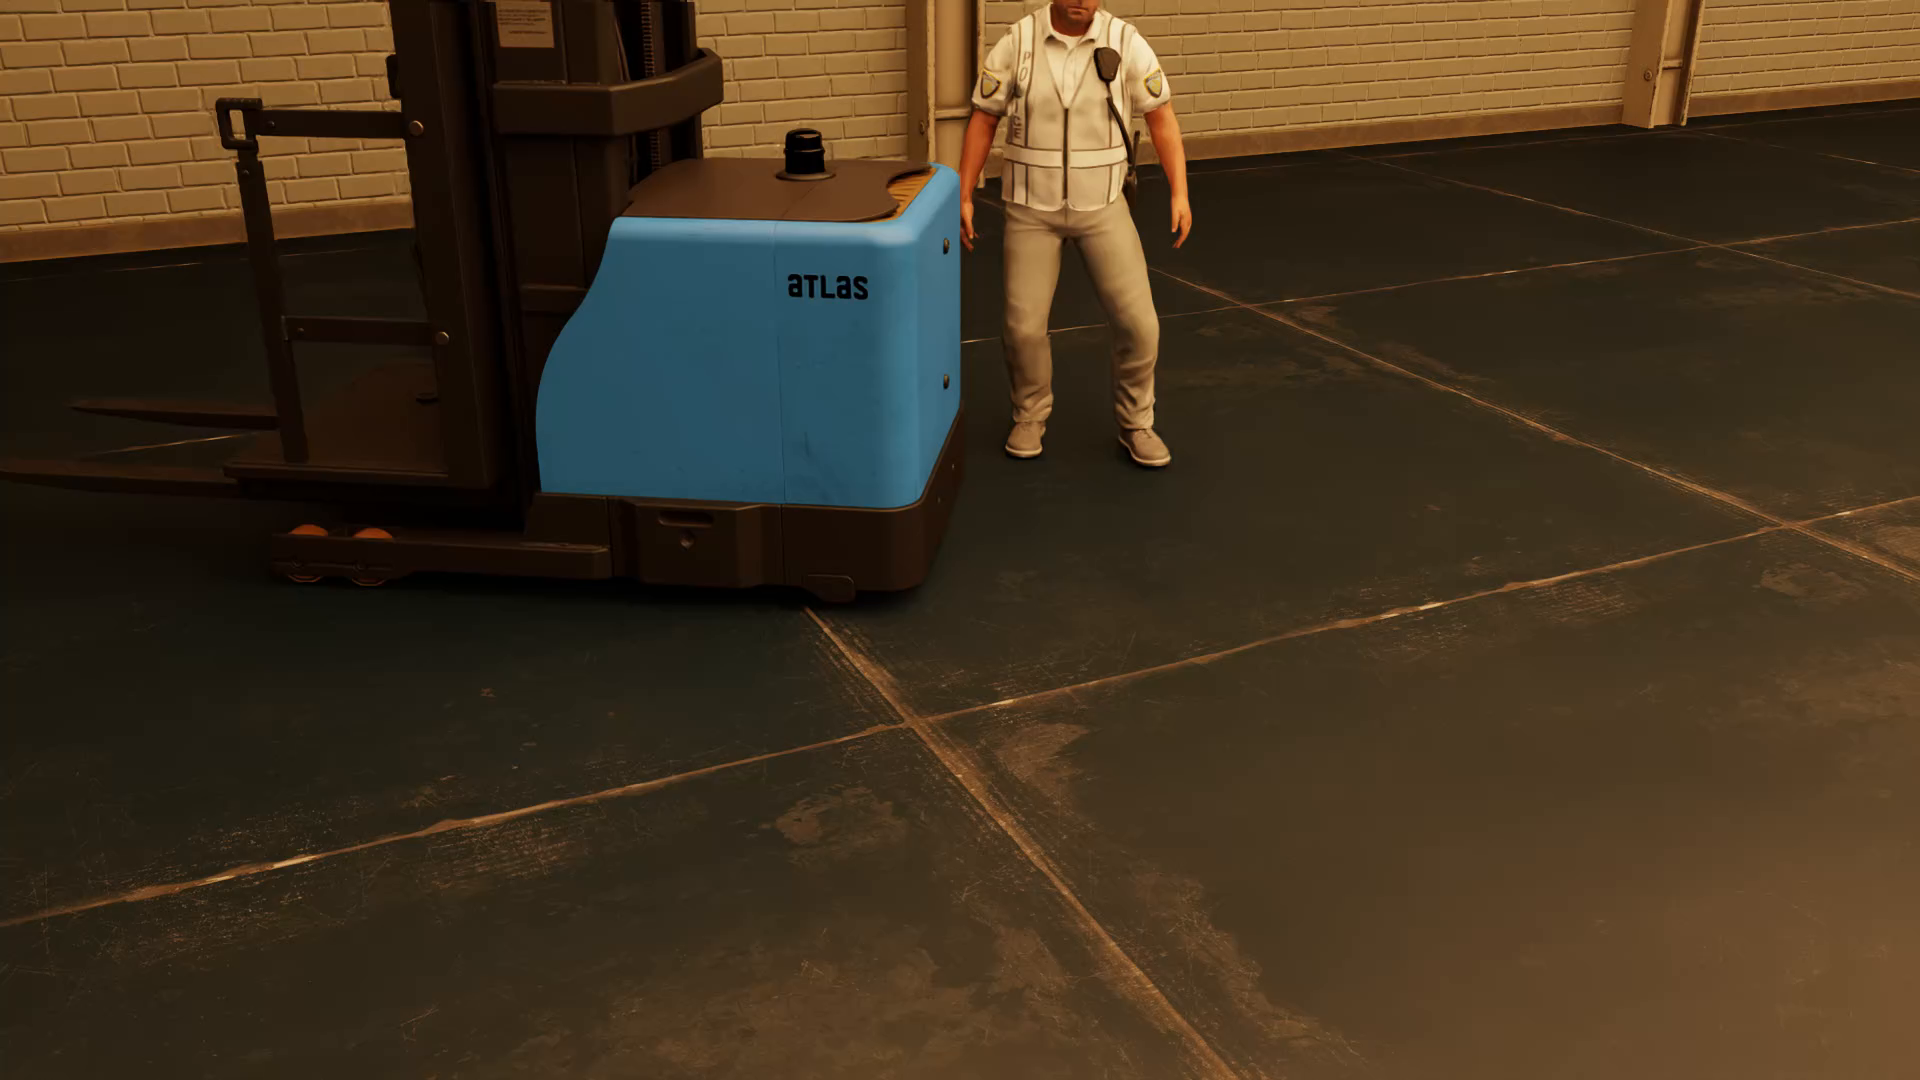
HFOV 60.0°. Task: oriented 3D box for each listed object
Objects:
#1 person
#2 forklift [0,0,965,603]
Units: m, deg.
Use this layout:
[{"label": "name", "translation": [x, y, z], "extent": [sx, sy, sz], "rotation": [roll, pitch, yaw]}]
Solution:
[{"label": "person", "translation": [0.371, -1.115, 5.553], "extent": [0.796, 1.718, 0.427], "rotation": [1, 23, 3]}, {"label": "forklift", "translation": [-1.543, -1.416, 4.694], "extent": [3.031, 2.935, 1.130], "rotation": [3, 23, 7]}]
